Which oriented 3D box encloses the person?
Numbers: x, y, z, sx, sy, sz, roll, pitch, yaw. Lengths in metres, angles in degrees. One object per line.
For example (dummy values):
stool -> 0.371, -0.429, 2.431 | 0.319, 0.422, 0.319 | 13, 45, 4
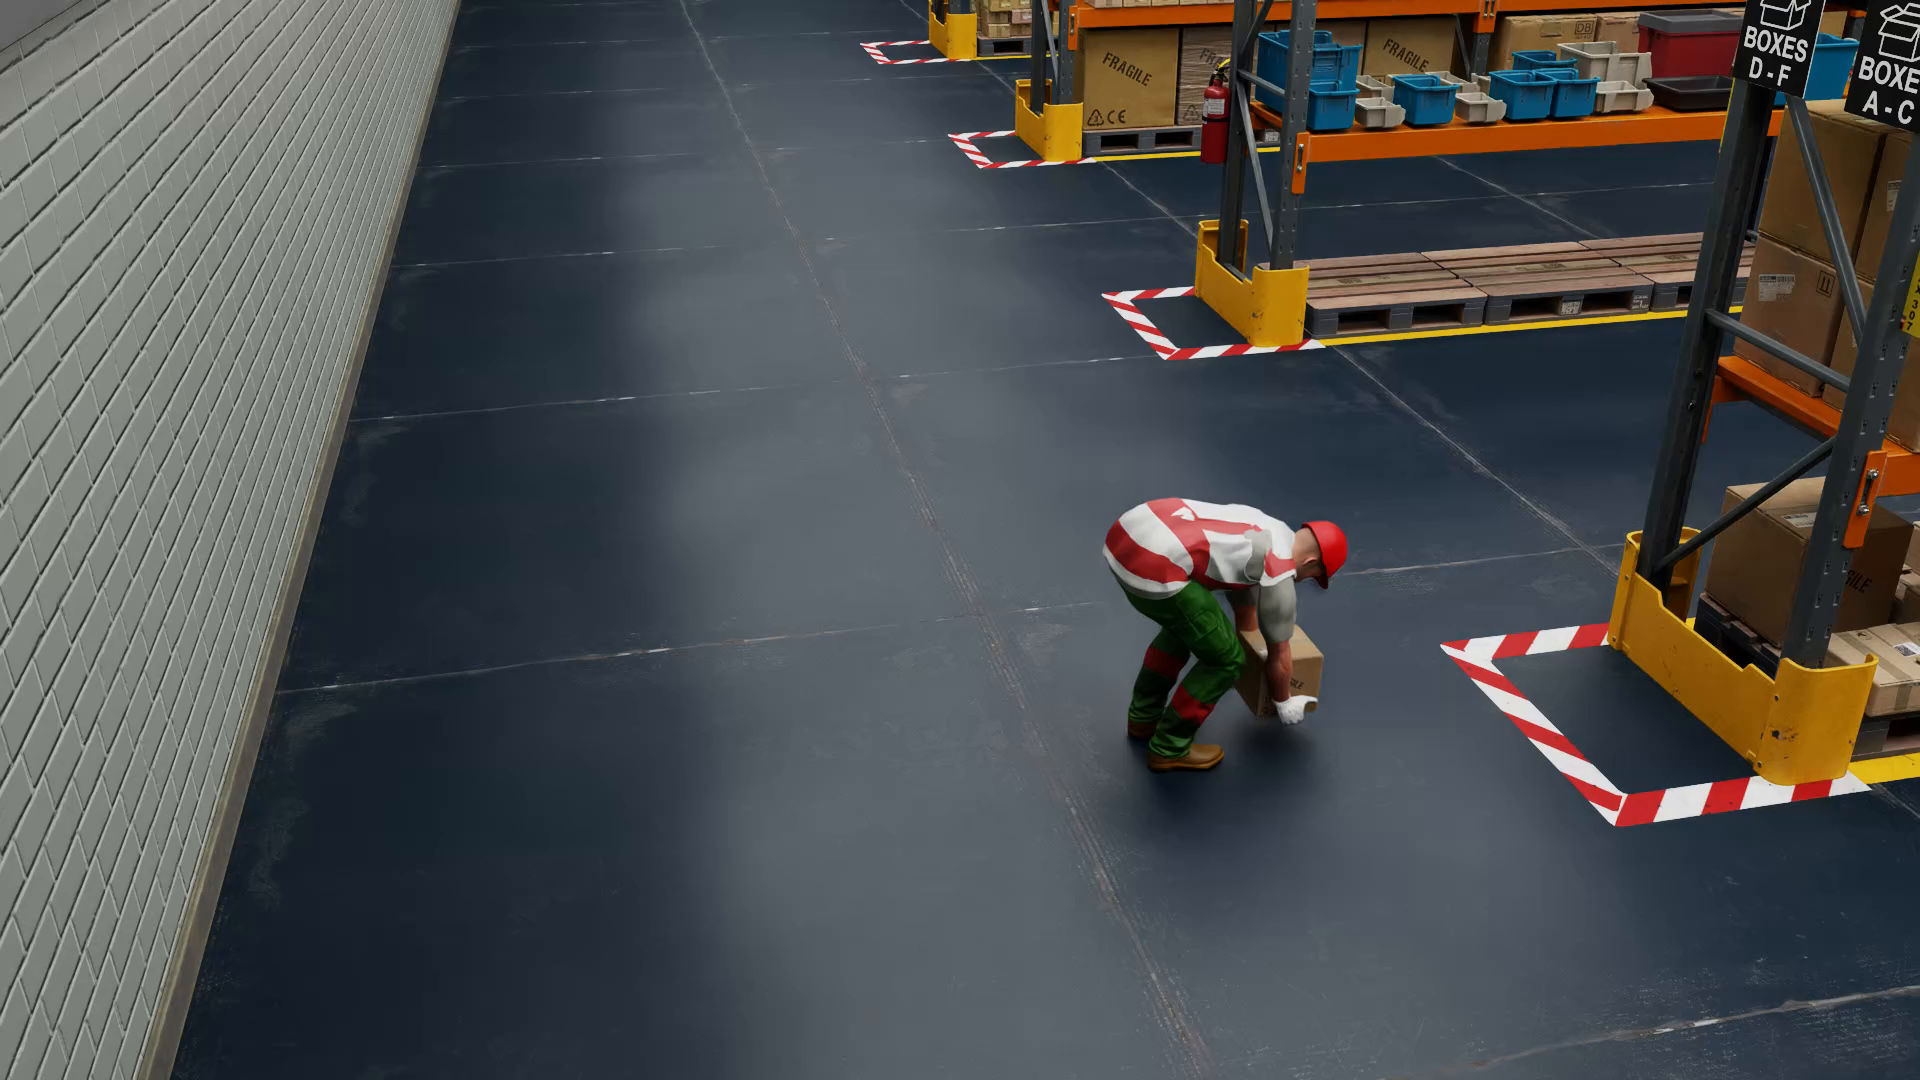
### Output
person -> 1.006, 0.314, 6.294 | 0.957, 1.037, 0.522 | -7, 27, -14
